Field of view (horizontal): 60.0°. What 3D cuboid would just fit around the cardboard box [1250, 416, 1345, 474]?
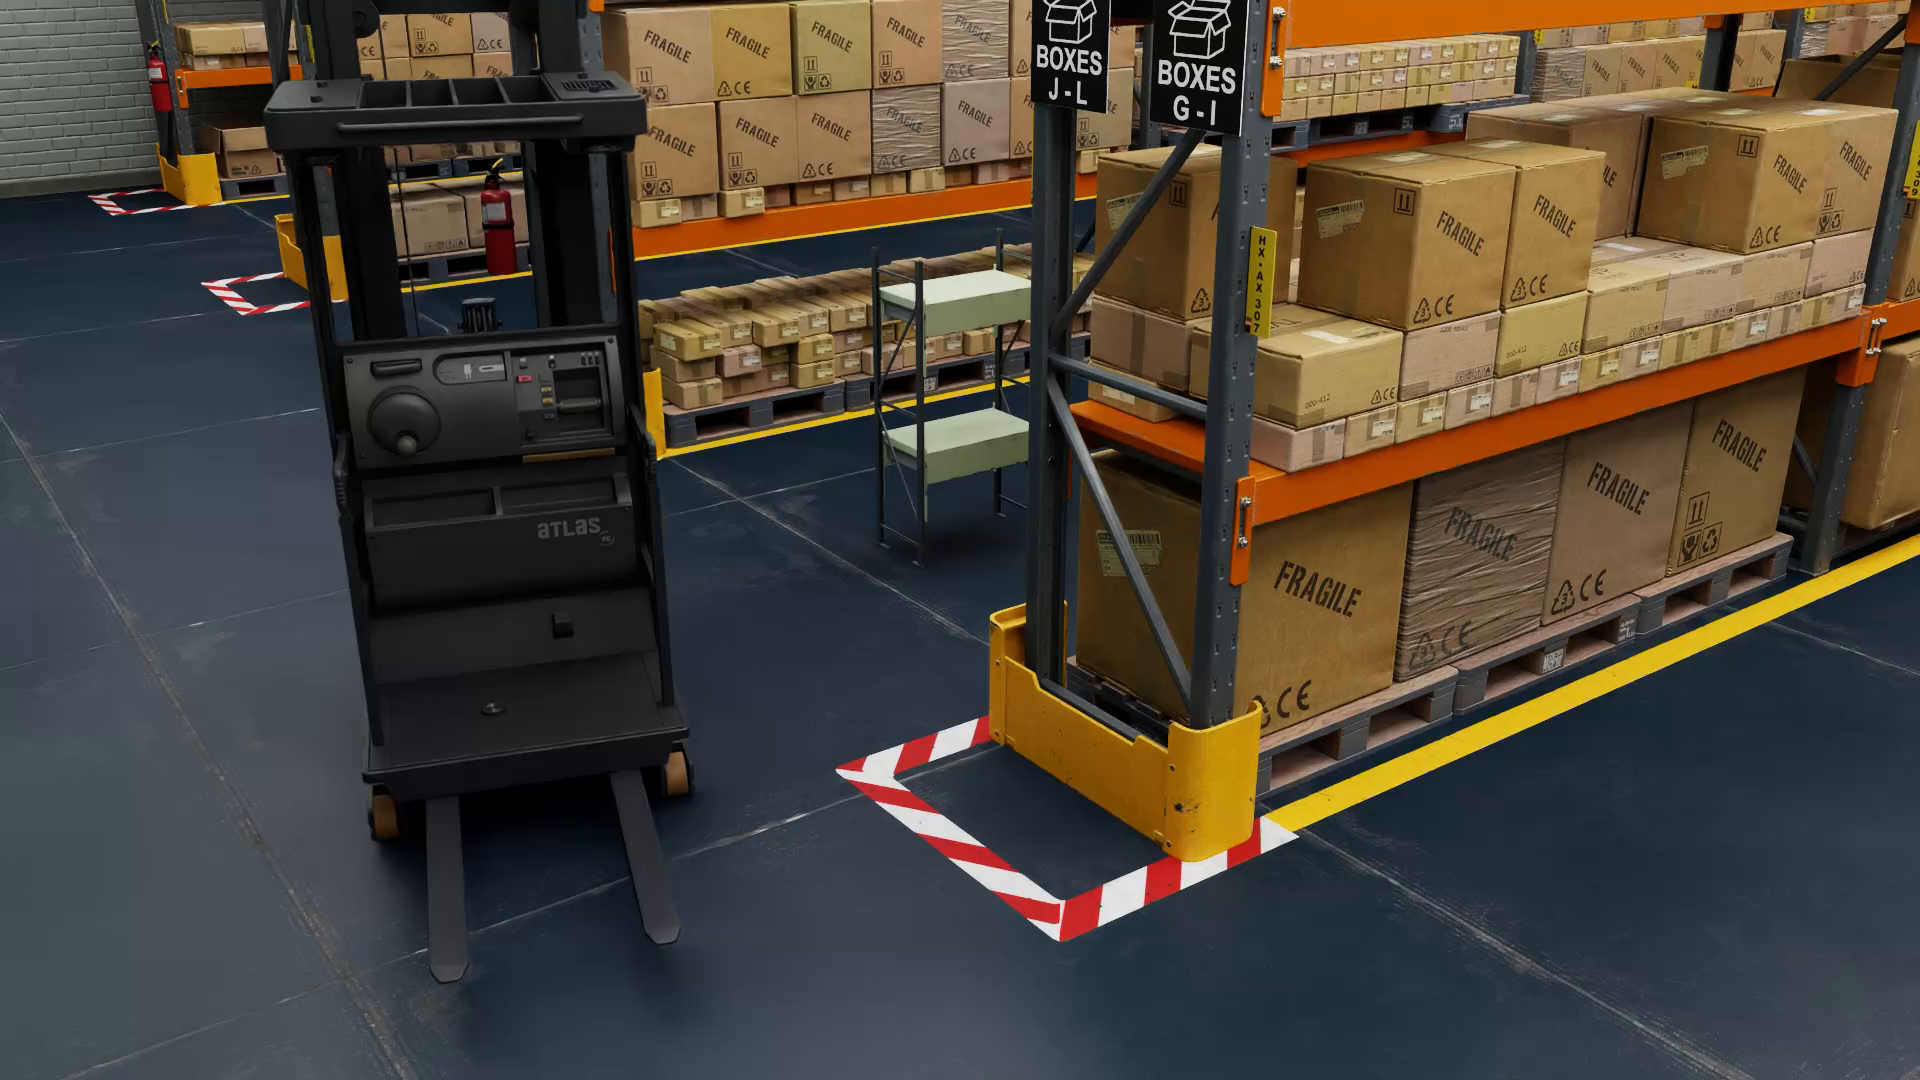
[{"bbox_3d":[1.069,-0.366,5.606,0.250,0.149,0.380,-15,26,-32],"label":"cardboard box"}]

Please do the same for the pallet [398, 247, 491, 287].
[{"bbox_3d":[-4.596,-2.388,14.097,1.213,0.211,1.003,-15,26,-33],"label":"pallet"}]

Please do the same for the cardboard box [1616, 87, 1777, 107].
[{"bbox_3d":[3.297,-1.761,7.553,0.500,0.500,0.500,-15,26,-33],"label":"cardboard box"}]

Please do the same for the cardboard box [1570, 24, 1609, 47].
[{"bbox_3d":[5.047,-4.466,14.057,0.500,0.500,0.700,-15,26,-34],"label":"cardboard box"}]

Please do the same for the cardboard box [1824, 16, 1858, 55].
[{"bbox_3d":[8.240,-4.896,16.416,0.550,0.550,0.875,-15,26,-33],"label":"cardboard box"}]

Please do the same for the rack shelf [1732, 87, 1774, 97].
[{"bbox_3d":[5.891,-3.850,14.968,4.000,0.370,1.077,-15,26,-33],"label":"rack shelf"}]

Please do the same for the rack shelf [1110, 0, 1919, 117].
[{"bbox_3d":[2.212,-1.998,6.278,4.000,0.370,1.077,-15,26,-33],"label":"rack shelf"}]

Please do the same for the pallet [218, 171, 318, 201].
[{"bbox_3d":[-7.393,-3.874,17.819,1.213,0.211,1.003,-15,26,-33],"label":"pallet"}]

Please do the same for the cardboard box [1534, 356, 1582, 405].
[{"bbox_3d":[2.111,-0.646,6.306,0.250,0.149,0.380,-15,26,-33],"label":"cardboard box"}]

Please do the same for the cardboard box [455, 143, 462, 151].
[{"bbox_3d":[-5.881,-4.550,19.033,0.250,0.149,0.380,-15,26,-34],"label":"cardboard box"}]

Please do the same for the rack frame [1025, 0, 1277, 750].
[{"bbox_3d":[0.588,-0.506,5.616,0.127,3.000,1.000,-15,26,-33],"label":"rack frame"}]

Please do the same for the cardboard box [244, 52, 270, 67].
[{"bbox_3d":[-7.302,-4.988,17.187,0.250,0.149,0.380,-15,26,-34],"label":"cardboard box"}]

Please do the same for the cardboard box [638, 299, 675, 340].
[{"bbox_3d":[-1.945,-1.358,10.229,0.250,0.149,0.380,-15,26,-32],"label":"cardboard box"}]

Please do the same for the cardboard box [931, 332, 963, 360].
[{"bbox_3d":[-0.190,-1.309,10.909,0.250,0.149,0.380,-14,26,-32],"label":"cardboard box"}]

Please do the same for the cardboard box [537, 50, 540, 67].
[{"bbox_3d":[-3.428,-3.887,13.955,0.500,0.500,0.500,-14,26,-31],"label":"cardboard box"}]

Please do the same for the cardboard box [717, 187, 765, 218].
[{"bbox_3d":[-1.340,-1.984,9.660,0.250,0.149,0.380,-16,27,-34],"label":"cardboard box"}]

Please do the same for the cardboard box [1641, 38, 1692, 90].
[{"bbox_3d":[6.016,-4.141,14.591,0.500,0.500,0.500,-15,26,-33],"label":"cardboard box"}]

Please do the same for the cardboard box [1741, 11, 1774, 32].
[{"bbox_3d":[7.115,-5.019,15.442,0.500,0.500,0.700,-15,26,-34],"label":"cardboard box"}]

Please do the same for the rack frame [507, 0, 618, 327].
[{"bbox_3d":[-2.227,-2.020,9.410,0.127,3.000,1.000,-15,26,-33],"label":"rack frame"}]

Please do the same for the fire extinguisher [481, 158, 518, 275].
[{"bbox_3d":[-2.701,-1.895,9.705,0.183,0.674,0.296,-15,26,-33],"label":"fire extinguisher"}]

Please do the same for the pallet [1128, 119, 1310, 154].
[{"bbox_3d":[1.726,-2.918,11.921,1.213,0.211,1.003,-15,26,-33],"label":"pallet"}]

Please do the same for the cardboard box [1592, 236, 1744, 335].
[{"bbox_3d":[2.797,-1.042,6.762,0.500,0.250,0.500,-14,26,-32],"label":"cardboard box"}]

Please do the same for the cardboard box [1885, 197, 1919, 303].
[{"bbox_3d":[4.354,-1.442,7.828,0.500,0.500,0.500,-15,26,-33],"label":"cardboard box"}]

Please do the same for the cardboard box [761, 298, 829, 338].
[{"bbox_3d":[-1.017,-1.369,10.256,0.250,0.149,0.380,-16,27,-35],"label":"cardboard box"}]

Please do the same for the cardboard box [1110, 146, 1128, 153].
[{"bbox_3d":[0.925,-2.637,11.295,0.250,0.149,0.380,-15,26,-33],"label":"cardboard box"}]

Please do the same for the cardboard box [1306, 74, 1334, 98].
[{"bbox_3d":[2.456,-3.277,11.932,0.250,0.149,0.380,-14,26,-31],"label":"cardboard box"}]

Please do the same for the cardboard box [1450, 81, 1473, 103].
[{"bbox_3d":[3.724,-3.476,12.831,0.250,0.149,0.380,-14,26,-32],"label":"cardboard box"}]

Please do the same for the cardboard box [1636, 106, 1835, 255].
[{"bbox_3d":[3.209,-1.501,6.900,0.500,0.500,0.500,-15,26,-32],"label":"cardboard box"}]

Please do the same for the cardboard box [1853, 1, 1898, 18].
[{"bbox_3d":[8.731,-5.487,16.441,0.550,0.550,0.875,-15,26,-33],"label":"cardboard box"}]

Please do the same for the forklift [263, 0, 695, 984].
[{"bbox_3d":[-1.596,-0.481,5.648,1.130,2.935,3.031,-7,23,-16],"label":"forklift"}]

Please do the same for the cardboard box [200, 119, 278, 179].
[{"bbox_3d":[-7.550,-4.119,17.473,0.637,0.503,0.797,-16,27,-35],"label":"cardboard box"}]

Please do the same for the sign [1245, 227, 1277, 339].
[{"bbox_3d":[0.907,-0.776,5.019,0.005,0.325,0.100,-15,26,-33],"label":"sign"}]

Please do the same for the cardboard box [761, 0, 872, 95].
[{"bbox_3d":[-0.866,-2.903,9.739,0.500,0.500,0.500,-16,27,-34],"label":"cardboard box"}]

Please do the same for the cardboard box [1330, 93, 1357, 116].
[{"bbox_3d":[2.666,-3.195,12.128,0.250,0.149,0.380,-15,26,-34],"label":"cardboard box"}]

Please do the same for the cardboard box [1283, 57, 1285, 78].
[{"bbox_3d":[2.041,-3.304,11.598,0.250,0.149,0.380,-15,26,-32],"label":"cardboard box"}]

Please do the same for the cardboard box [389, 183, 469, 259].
[{"bbox_3d":[-4.722,-2.665,13.918,0.875,0.438,0.875,-16,27,-35],"label":"cardboard box"}]

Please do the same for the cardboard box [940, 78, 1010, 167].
[{"bbox_3d":[-0.034,-2.661,10.482,0.500,0.500,0.500,-15,26,-33],"label":"cardboard box"}]

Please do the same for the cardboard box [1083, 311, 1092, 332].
[{"bbox_3d":[0.901,-1.569,11.561,0.250,0.149,0.380,-15,26,-32],"label":"cardboard box"}]

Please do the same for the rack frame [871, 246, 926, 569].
[{"bbox_3d":[-0.292,-0.619,7.924,0.023,1.500,0.400,-15,26,-33],"label":"rack frame"}]

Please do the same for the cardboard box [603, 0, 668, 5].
[{"bbox_3d":[-2.000,-2.843,9.587,0.500,0.500,0.500,-16,27,-34],"label":"cardboard box"}]

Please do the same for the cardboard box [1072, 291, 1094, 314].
[{"bbox_3d":[0.738,-1.668,11.409,0.250,0.149,0.380,-16,27,-35],"label":"cardboard box"}]

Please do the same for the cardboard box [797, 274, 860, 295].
[{"bbox_3d":[-0.860,-1.625,10.898,0.250,0.149,0.380,-16,27,-35],"label":"cardboard box"}]

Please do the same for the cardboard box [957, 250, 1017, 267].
[{"bbox_3d":[0.185,-1.909,11.611,0.250,0.149,0.380,-15,26,-34],"label":"cardboard box"}]

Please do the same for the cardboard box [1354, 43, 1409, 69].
[{"bbox_3d":[3.086,-3.583,12.297,0.250,0.149,0.380,-13,25,-30],"label":"cardboard box"}]

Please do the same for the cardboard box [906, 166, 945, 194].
[{"bbox_3d":[-0.302,-2.276,10.393,0.250,0.149,0.380,-14,26,-32],"label":"cardboard box"}]

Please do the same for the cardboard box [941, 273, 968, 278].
[{"bbox_3d":[0.079,-1.635,10.924,0.250,0.149,0.380,-16,27,-35],"label":"cardboard box"}]

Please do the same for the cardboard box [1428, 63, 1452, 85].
[{"bbox_3d":[3.501,-3.554,12.626,0.250,0.149,0.380,-15,26,-33],"label":"cardboard box"}]

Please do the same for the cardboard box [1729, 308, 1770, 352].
[{"bbox_3d":[3.153,-0.923,7.002,0.250,0.149,0.380,-14,26,-32],"label":"cardboard box"}]

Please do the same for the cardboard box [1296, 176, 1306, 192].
[{"bbox_3d":[2.622,-2.573,12.592,0.500,0.250,0.500,-14,26,-31],"label":"cardboard box"}]

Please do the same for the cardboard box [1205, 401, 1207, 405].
[{"bbox_3d":[0.895,-0.622,6.246,0.250,0.149,0.380,-15,26,-32],"label":"cardboard box"}]

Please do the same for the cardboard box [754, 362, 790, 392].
[{"bbox_3d":[-1.252,-1.045,10.247,0.250,0.149,0.380,-15,26,-32],"label":"cardboard box"}]

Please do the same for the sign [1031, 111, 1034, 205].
[{"bbox_3d":[0.282,-1.320,5.774,0.005,0.325,0.100,-15,26,-33],"label":"sign"}]

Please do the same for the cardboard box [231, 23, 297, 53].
[{"bbox_3d":[-7.167,-5.174,17.117,0.500,0.250,0.500,-15,26,-32],"label":"cardboard box"}]

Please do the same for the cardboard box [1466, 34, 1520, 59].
[{"bbox_3d":[4.137,-3.862,12.997,0.250,0.149,0.380,-16,27,-35],"label":"cardboard box"}]

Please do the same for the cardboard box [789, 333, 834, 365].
[{"bbox_3d":[-0.978,-1.210,10.259,0.250,0.149,0.380,-14,26,-31],"label":"cardboard box"}]

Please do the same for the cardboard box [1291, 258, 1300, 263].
[{"bbox_3d":[1.651,-0.979,6.603,0.500,0.250,0.500,-16,27,-35],"label":"cardboard box"}]

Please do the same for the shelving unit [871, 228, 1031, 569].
[{"bbox_3d":[0.005,-0.698,8.122,0.755,1.500,0.431,-15,26,-33],"label":"shelving unit"}]
